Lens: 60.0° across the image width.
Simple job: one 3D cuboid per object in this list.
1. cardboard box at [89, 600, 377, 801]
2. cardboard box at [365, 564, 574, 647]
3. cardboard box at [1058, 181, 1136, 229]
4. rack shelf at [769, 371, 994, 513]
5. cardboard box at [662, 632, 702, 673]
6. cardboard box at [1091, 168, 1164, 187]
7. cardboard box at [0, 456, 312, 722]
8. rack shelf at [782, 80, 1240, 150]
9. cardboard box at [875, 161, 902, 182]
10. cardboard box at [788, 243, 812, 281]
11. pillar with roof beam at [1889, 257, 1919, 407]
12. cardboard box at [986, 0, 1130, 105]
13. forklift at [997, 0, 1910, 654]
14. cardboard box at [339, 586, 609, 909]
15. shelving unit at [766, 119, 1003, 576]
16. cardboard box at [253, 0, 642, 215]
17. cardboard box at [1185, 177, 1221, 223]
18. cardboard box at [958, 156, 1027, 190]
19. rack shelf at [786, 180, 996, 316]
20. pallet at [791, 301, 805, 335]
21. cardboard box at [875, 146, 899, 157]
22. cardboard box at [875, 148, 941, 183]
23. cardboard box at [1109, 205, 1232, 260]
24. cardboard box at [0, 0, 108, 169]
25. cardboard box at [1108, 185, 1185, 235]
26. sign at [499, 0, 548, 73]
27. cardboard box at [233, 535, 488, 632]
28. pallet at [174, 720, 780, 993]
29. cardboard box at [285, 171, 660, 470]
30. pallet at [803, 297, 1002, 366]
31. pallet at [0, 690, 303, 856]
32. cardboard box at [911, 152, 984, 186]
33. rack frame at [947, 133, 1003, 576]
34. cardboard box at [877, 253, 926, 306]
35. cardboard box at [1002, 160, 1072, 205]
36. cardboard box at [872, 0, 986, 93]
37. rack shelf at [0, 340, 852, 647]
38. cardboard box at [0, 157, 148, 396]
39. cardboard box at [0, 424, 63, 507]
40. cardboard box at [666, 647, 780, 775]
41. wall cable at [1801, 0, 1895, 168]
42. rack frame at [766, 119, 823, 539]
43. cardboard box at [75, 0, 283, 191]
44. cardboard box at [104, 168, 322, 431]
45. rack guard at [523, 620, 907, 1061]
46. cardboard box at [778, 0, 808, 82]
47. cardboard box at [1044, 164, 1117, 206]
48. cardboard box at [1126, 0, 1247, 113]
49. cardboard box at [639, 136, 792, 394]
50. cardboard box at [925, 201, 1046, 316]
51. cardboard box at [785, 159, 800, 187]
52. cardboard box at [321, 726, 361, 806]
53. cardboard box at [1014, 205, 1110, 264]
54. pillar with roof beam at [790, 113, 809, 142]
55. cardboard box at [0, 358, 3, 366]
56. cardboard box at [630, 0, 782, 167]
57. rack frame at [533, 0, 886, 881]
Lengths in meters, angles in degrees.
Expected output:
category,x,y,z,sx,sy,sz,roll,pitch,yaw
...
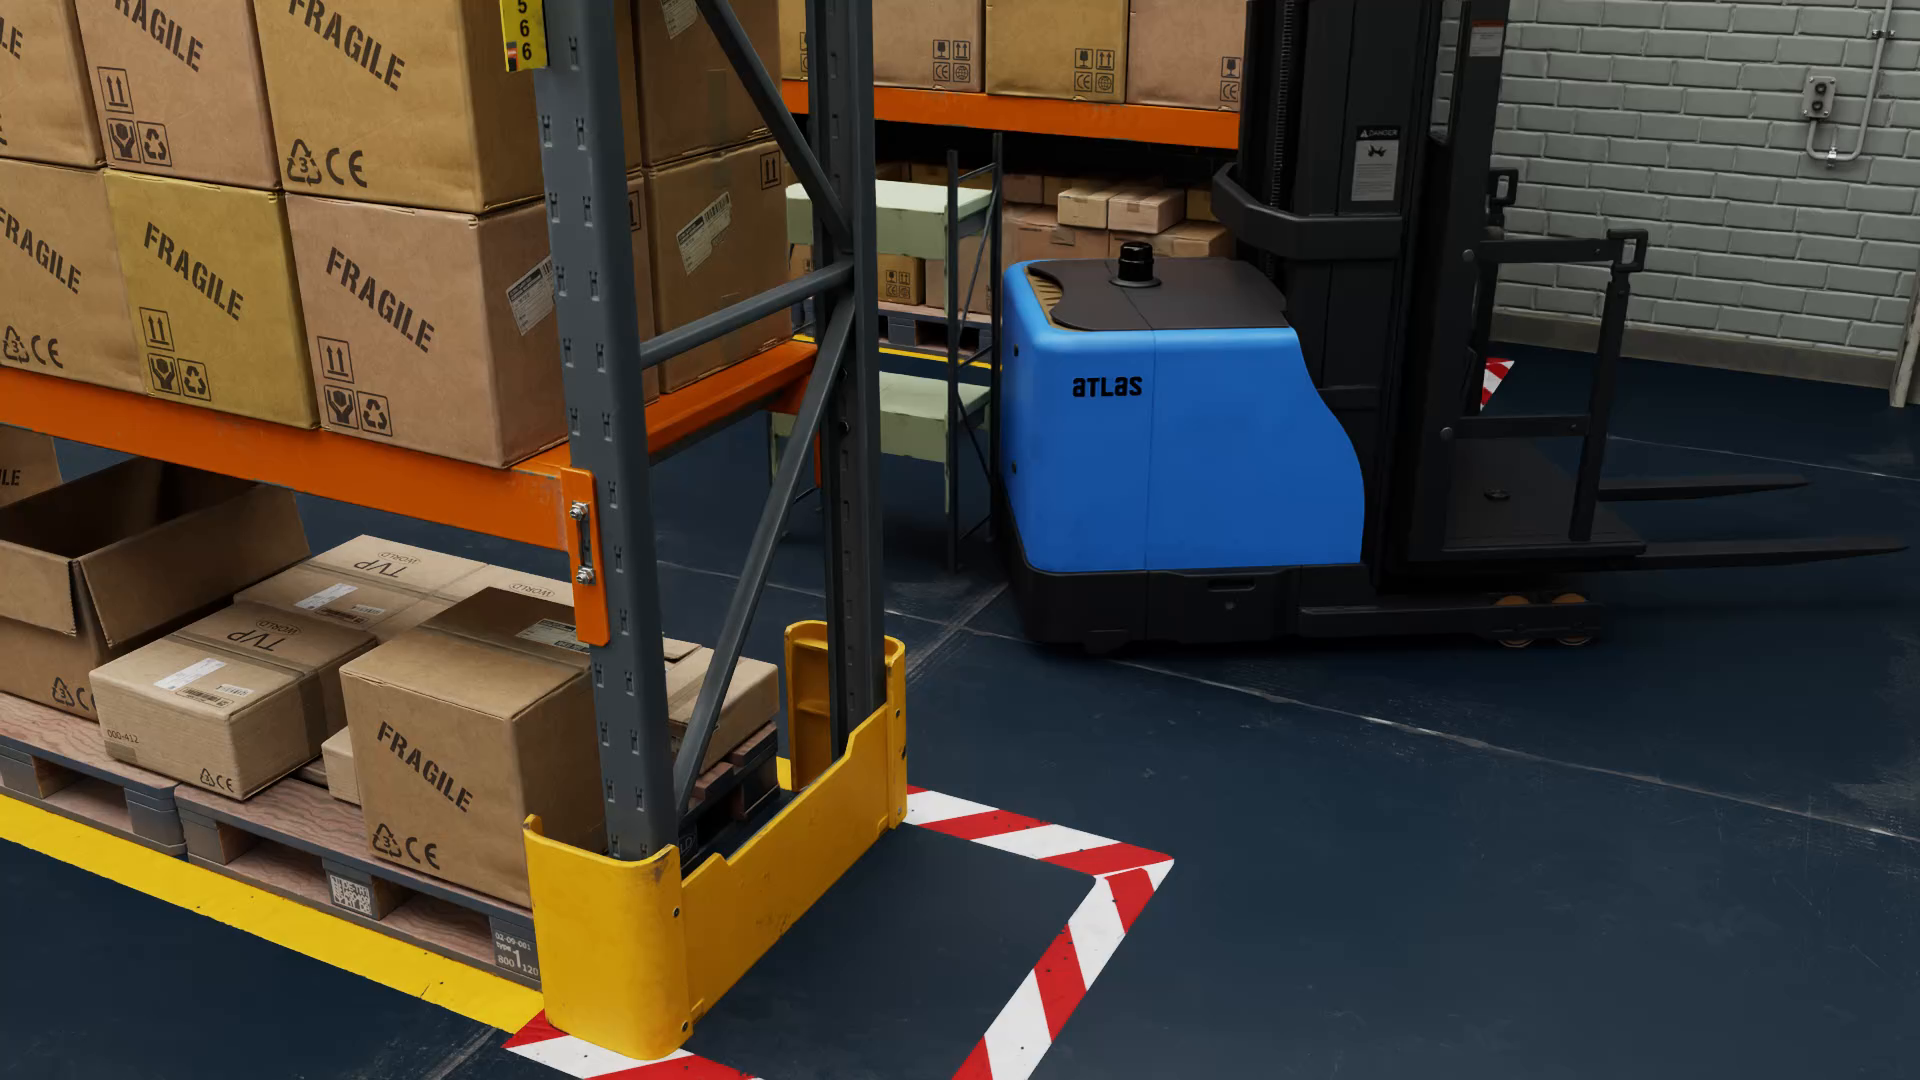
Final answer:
category,x,y,z,sx,sy,sz,roll,pitch,yaw
cardboard box,-1.900,0.409,4.406,0.500,0.250,0.500,11,25,25
cardboard box,-1.273,0.314,4.629,0.500,0.250,0.500,11,25,25
cardboard box,0.667,-1.630,8.079,0.250,0.149,0.380,12,26,26
rack shelf,-0.280,-0.396,6.098,0.720,0.370,0.431,10,25,23
cardboard box,-0.911,0.398,4.539,0.250,0.166,0.380,11,25,25
cardboard box,0.842,-1.763,8.391,0.250,0.149,0.380,11,26,25
cardboard box,-2.360,0.105,4.799,0.637,0.503,0.797,11,25,25
rack shelf,-0.023,-2.218,8.552,4.000,0.370,1.077,11,25,25
cardboard box,-0.497,-1.860,8.618,0.250,0.149,0.380,10,25,23
cardboard box,-0.740,-1.688,9.043,0.500,0.500,0.700,11,25,24
pillar with roof beam,2.619,-3.279,2.461,0.400,9.000,9.100,11,25,25
cardboard box,0.648,-2.545,8.019,0.700,0.700,0.980,11,25,24
forklift,1.680,-1.202,5.332,3.031,2.935,1.130,-2,23,-4
cardboard box,-1.066,0.473,3.938,0.500,0.500,0.500,11,25,25
shelving unit,-0.280,-0.696,5.970,0.755,1.500,0.431,10,25,23
cardboard box,-0.991,-0.954,3.255,0.500,0.500,0.500,11,25,24
cardboard box,1.294,-1.674,8.182,0.250,0.149,0.380,11,26,25
cardboard box,0.162,-1.897,8.707,0.250,0.149,0.380,11,26,25
rack shelf,-0.280,-1.055,5.817,0.720,0.370,0.431,10,25,23
pallet,-1.164,-1.457,9.407,1.213,0.211,1.003,11,25,25
cardboard box,-0.520,-2.032,9.024,0.250,0.149,0.380,10,25,23
cardboard box,-0.295,-1.987,8.919,0.250,0.149,0.380,11,26,25
cardboard box,1.092,-1.328,8.196,0.500,0.500,0.700,11,25,25
cardboard box,-1.907,-1.133,3.675,0.500,0.500,0.500,12,26,26
cardboard box,0.895,-1.585,7.973,0.250,0.149,0.380,11,25,24
sign,-0.738,-0.953,2.775,0.005,0.325,0.100,11,25,25
cardboard box,-1.719,0.226,4.837,0.500,0.250,0.500,11,25,25
pallet,-1.249,0.664,4.419,1.213,0.211,1.003,11,25,25
cardboard box,-0.992,-0.495,3.454,0.500,0.500,0.500,12,26,26
pallet,-0.072,-1.242,8.902,1.213,0.211,1.003,11,25,25
pallet,-2.334,0.448,4.926,1.213,0.211,1.003,11,25,25
cardboard box,-0.064,-1.942,8.812,0.250,0.149,0.380,11,25,24
rack frame,0.052,-0.635,5.828,0.023,1.500,0.400,10,25,23
cardboard box,-0.283,-1.596,8.828,0.500,0.500,0.700,12,26,26
cardboard box,0.391,-1.852,8.601,0.250,0.149,0.380,12,26,25
cardboard box,-0.028,-2.683,8.343,0.700,0.700,0.980,10,25,22
rack shelf,-2.255,-0.487,4.482,4.000,0.370,1.077,11,25,25
cardboard box,-1.900,-0.676,3.878,0.500,0.500,0.500,11,26,25
cardboard box,-3.403,-0.222,5.571,0.500,0.500,0.500,11,25,25
cardboard box,-0.688,0.450,4.439,0.250,0.149,0.380,11,25,25
wall cable,3.332,-2.768,7.627,1.851,1.984,0.084,11,25,25
rack frame,-0.611,-0.756,6.112,0.023,1.500,0.400,10,25,23
cardboard box,-1.442,-1.043,3.464,0.500,0.500,0.500,12,26,26
cardboard box,-1.457,-0.586,3.667,0.500,0.500,0.500,11,26,25
rack guard,-0.538,0.672,4.032,0.348,0.500,1.175,11,25,25
cardboard box,-0.682,-2.808,8.637,0.700,0.700,0.980,11,25,23
cardboard box,0.618,-1.807,8.496,0.250,0.149,0.380,11,26,25
cardboard box,1.302,-2.421,7.726,0.700,0.700,0.980,12,26,27
cardboard box,-0.747,-0.682,3.892,0.500,0.500,0.500,12,26,26
cardboard box,0.196,-1.505,8.612,0.500,0.500,0.700,10,25,23
cardboard box,-0.963,-1.952,8.835,0.250,0.149,0.380,12,26,26
cardboard box,-1.387,0.523,4.245,0.250,0.166,0.380,11,25,25
cardboard box,0.646,-1.416,8.404,0.500,0.500,0.700,11,25,24
pillar with roof beam,-2.735,-4.338,4.952,0.400,9.000,9.100,11,25,25
cardboard box,-2.349,-0.765,4.087,0.500,0.500,0.500,11,25,24
cardboard box,-0.747,-1.142,3.697,0.500,0.500,0.500,12,26,26
rack frame,-0.470,-0.465,3.511,0.127,3.000,1.000,11,25,25
